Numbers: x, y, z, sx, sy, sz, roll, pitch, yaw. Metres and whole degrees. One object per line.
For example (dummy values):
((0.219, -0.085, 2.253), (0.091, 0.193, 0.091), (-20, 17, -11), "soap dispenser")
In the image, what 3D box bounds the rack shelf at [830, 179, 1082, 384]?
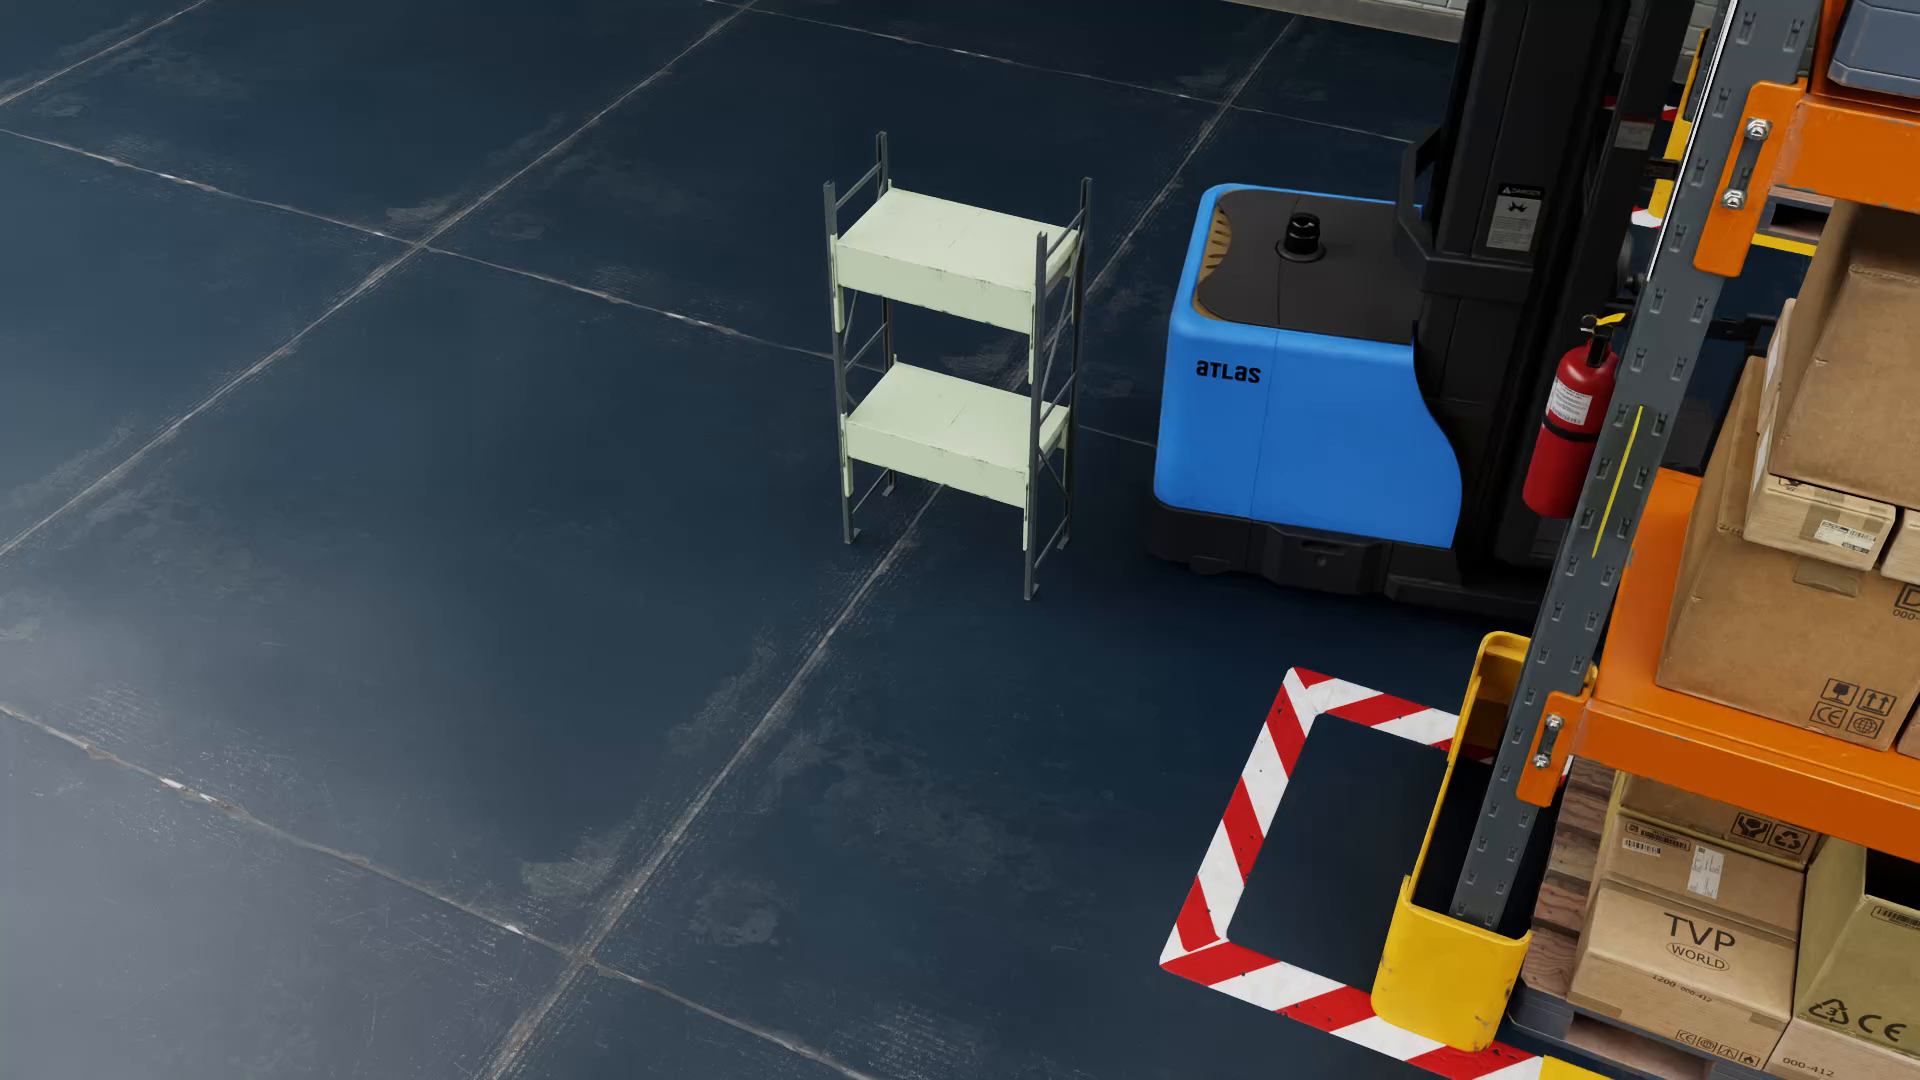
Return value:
((-0.006, -0.863, 5.505), (0.720, 0.370, 0.431), (17, 44, 19), "rack shelf")

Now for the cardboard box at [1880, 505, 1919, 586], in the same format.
((2.076, -0.060, 3.458), (0.250, 0.149, 0.380), (16, 43, 18), "cardboard box")

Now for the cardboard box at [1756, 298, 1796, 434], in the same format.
((1.998, -0.376, 3.822), (0.250, 0.149, 0.380), (16, 44, 18), "cardboard box")

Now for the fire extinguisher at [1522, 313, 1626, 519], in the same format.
((1.661, -0.365, 4.440), (0.183, 0.674, 0.296), (17, 44, 19), "fire extinguisher")

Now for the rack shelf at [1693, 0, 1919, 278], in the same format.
((3.384, -0.393, 2.673), (4.000, 0.370, 1.077), (17, 44, 19), "rack shelf")

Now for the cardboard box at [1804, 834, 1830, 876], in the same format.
((2.640, 0.899, 4.701), (0.500, 0.250, 0.500), (17, 44, 19), "cardboard box")

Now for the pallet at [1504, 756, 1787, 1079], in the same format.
((2.282, 1.155, 4.756), (1.213, 0.211, 1.003), (17, 44, 19), "pallet")

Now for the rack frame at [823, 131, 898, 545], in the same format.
((-0.338, -0.670, 5.878), (0.023, 1.500, 0.400), (17, 44, 19), "rack frame")

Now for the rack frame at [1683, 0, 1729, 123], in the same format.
((3.662, -3.027, 7.452), (0.127, 3.000, 1.000), (17, 44, 19), "rack frame")

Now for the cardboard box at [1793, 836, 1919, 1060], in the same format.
((2.417, 0.929, 4.094), (0.500, 0.500, 0.500), (17, 44, 19), "cardboard box")

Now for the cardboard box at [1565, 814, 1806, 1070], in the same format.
((1.963, 1.075, 4.498), (0.500, 0.250, 0.500), (17, 44, 19), "cardboard box")

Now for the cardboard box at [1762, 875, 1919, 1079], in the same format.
((2.418, 1.212, 4.341), (0.500, 0.250, 0.500), (17, 44, 19), "cardboard box")

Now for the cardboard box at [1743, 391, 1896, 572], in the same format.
((1.836, -0.132, 3.540), (0.250, 0.149, 0.380), (17, 44, 18), "cardboard box")

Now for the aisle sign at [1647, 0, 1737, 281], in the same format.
((1.382, -0.904, 3.018), (0.004, 0.787, 0.394), (17, 44, 19), "aisle sign")

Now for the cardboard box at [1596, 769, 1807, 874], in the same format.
((2.182, 0.768, 4.852), (0.500, 0.250, 0.500), (17, 44, 19), "cardboard box")

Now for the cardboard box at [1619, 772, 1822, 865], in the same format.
((2.183, 0.483, 4.608), (0.500, 0.500, 0.500), (17, 44, 19), "cardboard box")

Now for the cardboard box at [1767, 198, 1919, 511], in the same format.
((2.037, -0.462, 3.426), (0.500, 0.500, 0.700), (17, 44, 19), "cardboard box")

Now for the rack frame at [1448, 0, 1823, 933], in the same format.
((1.571, -0.085, 4.058), (0.127, 3.000, 1.000), (17, 44, 19), "rack frame")

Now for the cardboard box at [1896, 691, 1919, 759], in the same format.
((2.467, 0.156, 3.703), (0.500, 0.500, 0.700), (18, 44, 20), "cardboard box")

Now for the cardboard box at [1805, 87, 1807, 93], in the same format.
((4.251, -1.932, 7.906), (0.500, 0.311, 0.500), (12, 42, 14), "cardboard box")

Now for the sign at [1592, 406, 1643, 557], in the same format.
((1.331, -0.115, 3.371), (0.005, 0.325, 0.100), (17, 44, 19), "sign")

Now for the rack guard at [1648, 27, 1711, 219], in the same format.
((3.731, -2.061, 8.246), (0.348, 0.500, 1.175), (17, 44, 19), "rack guard")

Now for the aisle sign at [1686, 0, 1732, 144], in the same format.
((1.636, -1.260, 3.429), (0.004, 0.787, 0.394), (17, 44, 19), "aisle sign")

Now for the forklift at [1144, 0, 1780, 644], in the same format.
((2.254, -1.098, 5.279), (3.031, 2.935, 1.130), (9, 42, 10), "forklift")

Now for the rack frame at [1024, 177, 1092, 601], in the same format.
((0.326, -0.467, 5.644), (0.023, 1.500, 0.400), (17, 44, 19), "rack frame")

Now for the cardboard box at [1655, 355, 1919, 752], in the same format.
((1.989, 0.014, 3.868), (0.500, 0.500, 0.700), (17, 44, 19), "cardboard box")

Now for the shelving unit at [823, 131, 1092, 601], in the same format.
((-0.006, -0.569, 5.761), (0.755, 1.500, 0.431), (17, 44, 19), "shelving unit")

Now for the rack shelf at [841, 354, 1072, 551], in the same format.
((-0.006, -0.322, 5.974), (0.720, 0.370, 0.431), (17, 44, 19), "rack shelf")

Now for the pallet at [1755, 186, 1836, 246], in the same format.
((4.453, -1.706, 8.057), (1.213, 0.211, 1.003), (17, 44, 19), "pallet")

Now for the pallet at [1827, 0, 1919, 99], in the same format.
((2.201, -0.974, 2.861), (1.213, 0.211, 1.003), (17, 44, 19), "pallet")

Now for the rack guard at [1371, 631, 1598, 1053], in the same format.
((1.550, 0.853, 4.885), (0.348, 0.500, 1.175), (17, 44, 19), "rack guard")

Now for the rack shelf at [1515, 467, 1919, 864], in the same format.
((3.384, 0.740, 3.655), (4.000, 0.370, 1.077), (17, 44, 19), "rack shelf")
